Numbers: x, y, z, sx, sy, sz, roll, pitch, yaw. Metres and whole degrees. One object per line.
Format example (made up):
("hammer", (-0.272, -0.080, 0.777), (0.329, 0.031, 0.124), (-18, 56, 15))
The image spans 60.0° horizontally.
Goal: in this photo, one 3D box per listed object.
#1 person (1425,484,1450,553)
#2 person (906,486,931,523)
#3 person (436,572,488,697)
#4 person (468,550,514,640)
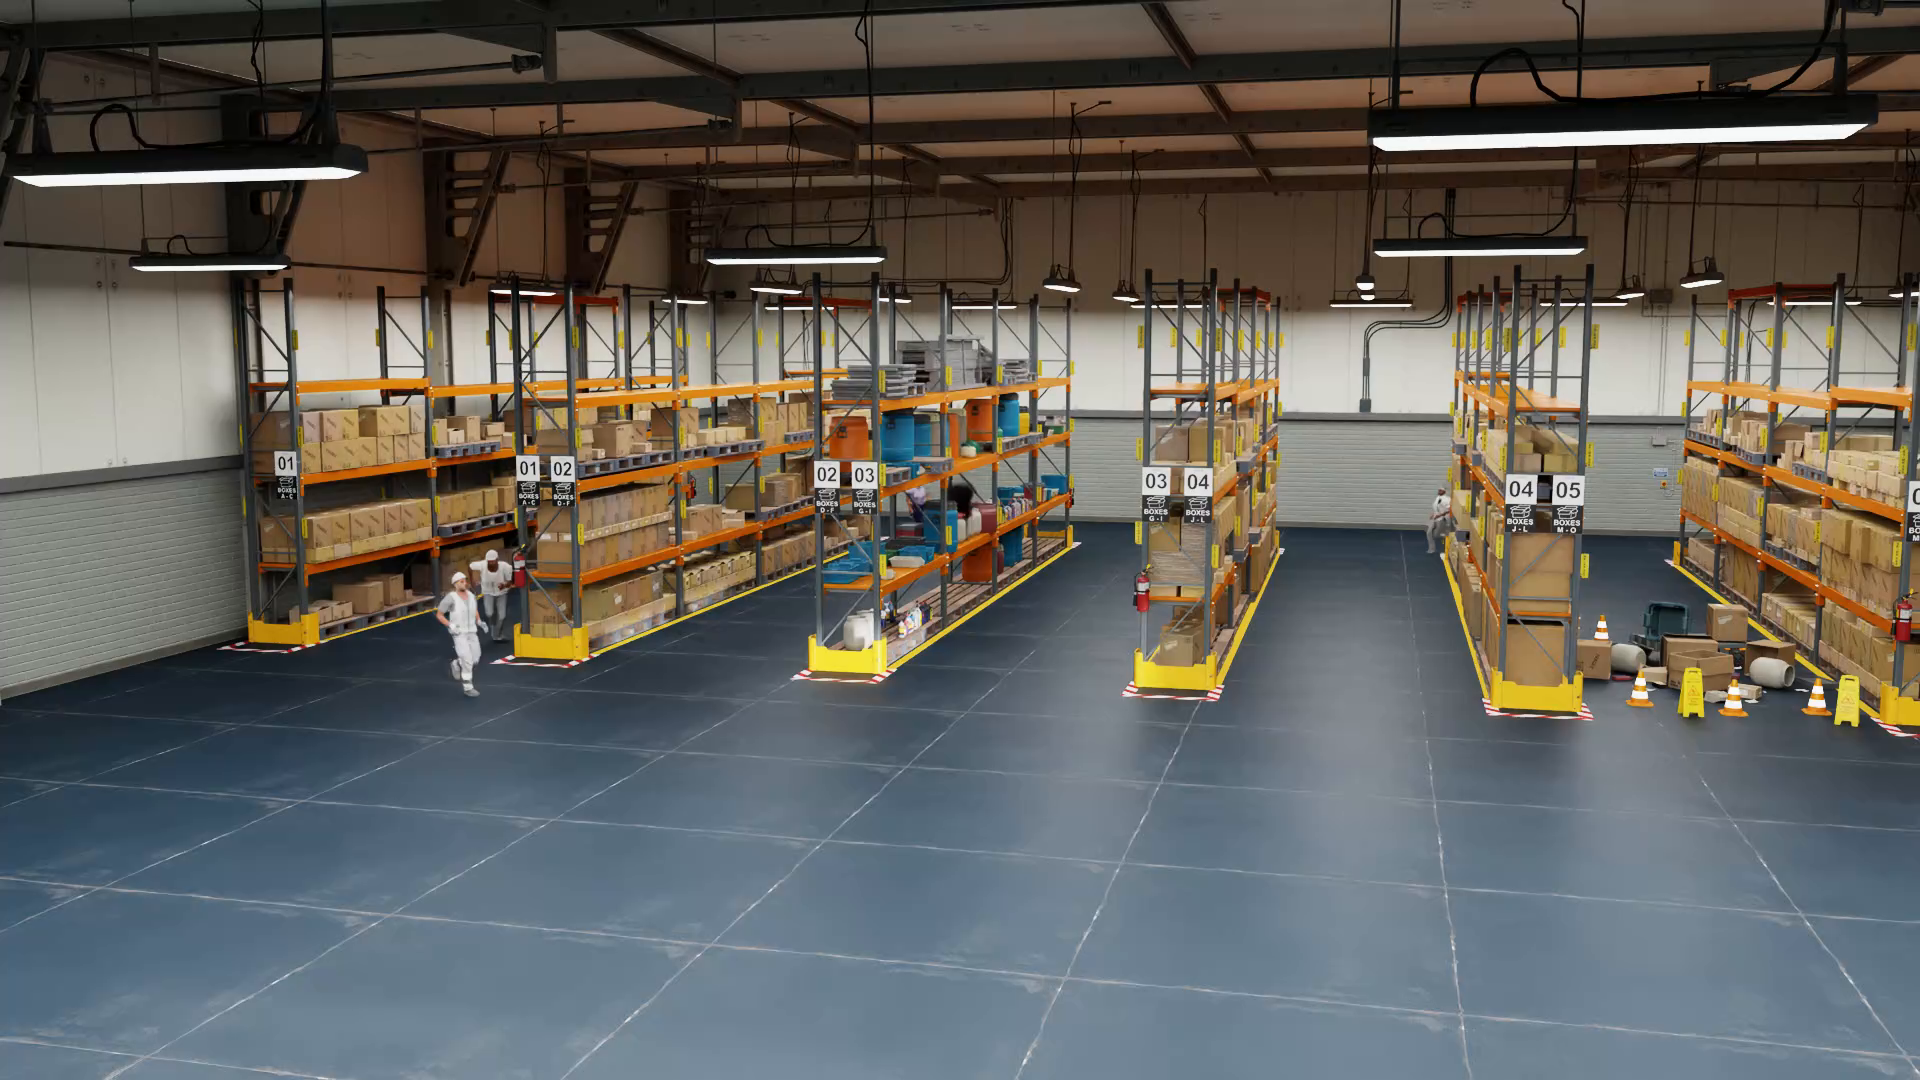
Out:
("person", (11.374, -0.484, 39.186), (0.710, 1.673, 0.621), (-2, 7, -14))
("person", (-1.055, -0.758, 41.652), (0.681, 1.631, 0.715), (-3, 7, -21))
("person", (-7.086, 1.325, 23.574), (0.690, 1.752, 0.655), (5, 9, 37))
("person", (-7.748, 0.917, 27.502), (0.739, 1.578, 0.895), (-1, 7, -12))
